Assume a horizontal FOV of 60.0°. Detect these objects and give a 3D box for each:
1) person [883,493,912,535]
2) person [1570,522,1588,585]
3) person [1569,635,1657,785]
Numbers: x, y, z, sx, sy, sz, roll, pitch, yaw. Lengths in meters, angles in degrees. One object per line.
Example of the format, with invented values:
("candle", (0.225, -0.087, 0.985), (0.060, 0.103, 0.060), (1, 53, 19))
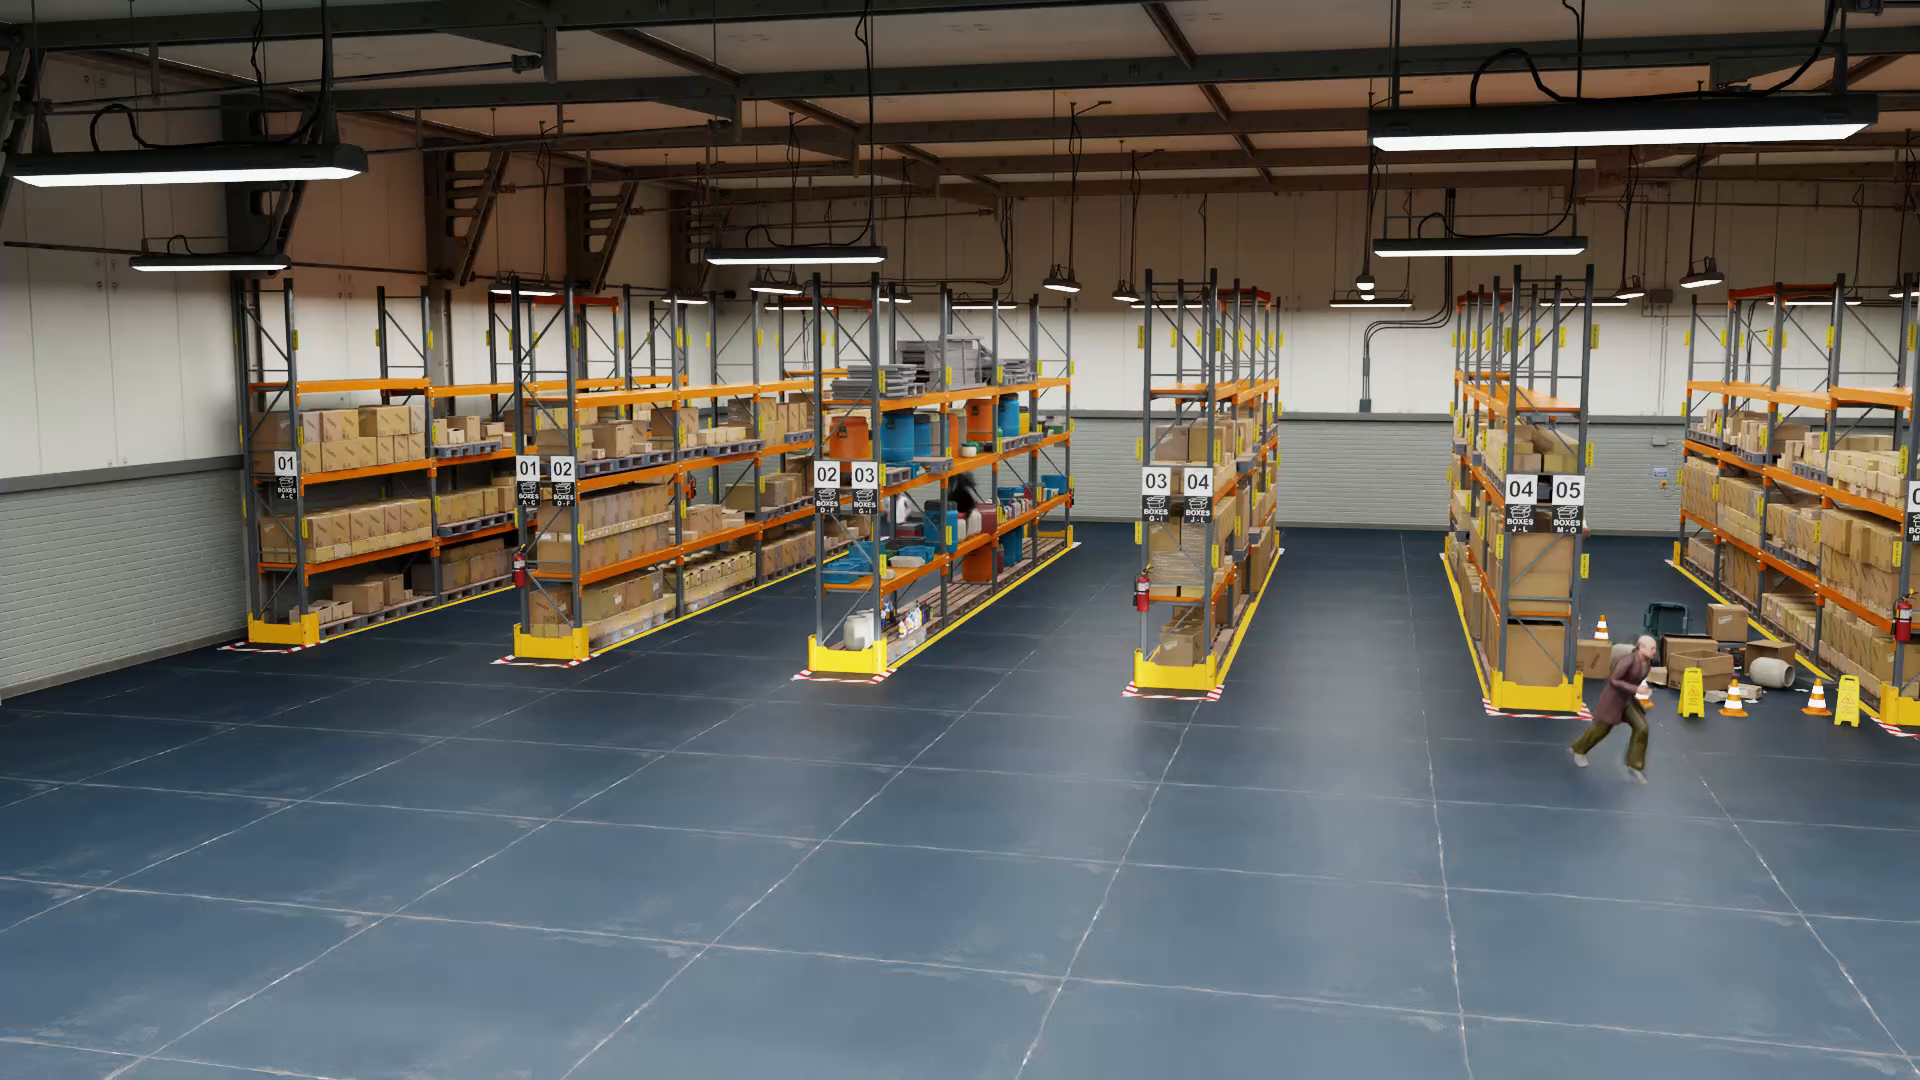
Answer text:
("person", (-1.441, -0.404, 37.834), (0.645, 1.737, 0.617), (1, 7, 6))
("person", (12.215, 0.146, 33.350), (0.663, 1.784, 0.871), (2, 7, 13))
("person", (7.518, 1.906, 19.142), (0.755, 1.745, 1.060), (-5, 9, -37))
